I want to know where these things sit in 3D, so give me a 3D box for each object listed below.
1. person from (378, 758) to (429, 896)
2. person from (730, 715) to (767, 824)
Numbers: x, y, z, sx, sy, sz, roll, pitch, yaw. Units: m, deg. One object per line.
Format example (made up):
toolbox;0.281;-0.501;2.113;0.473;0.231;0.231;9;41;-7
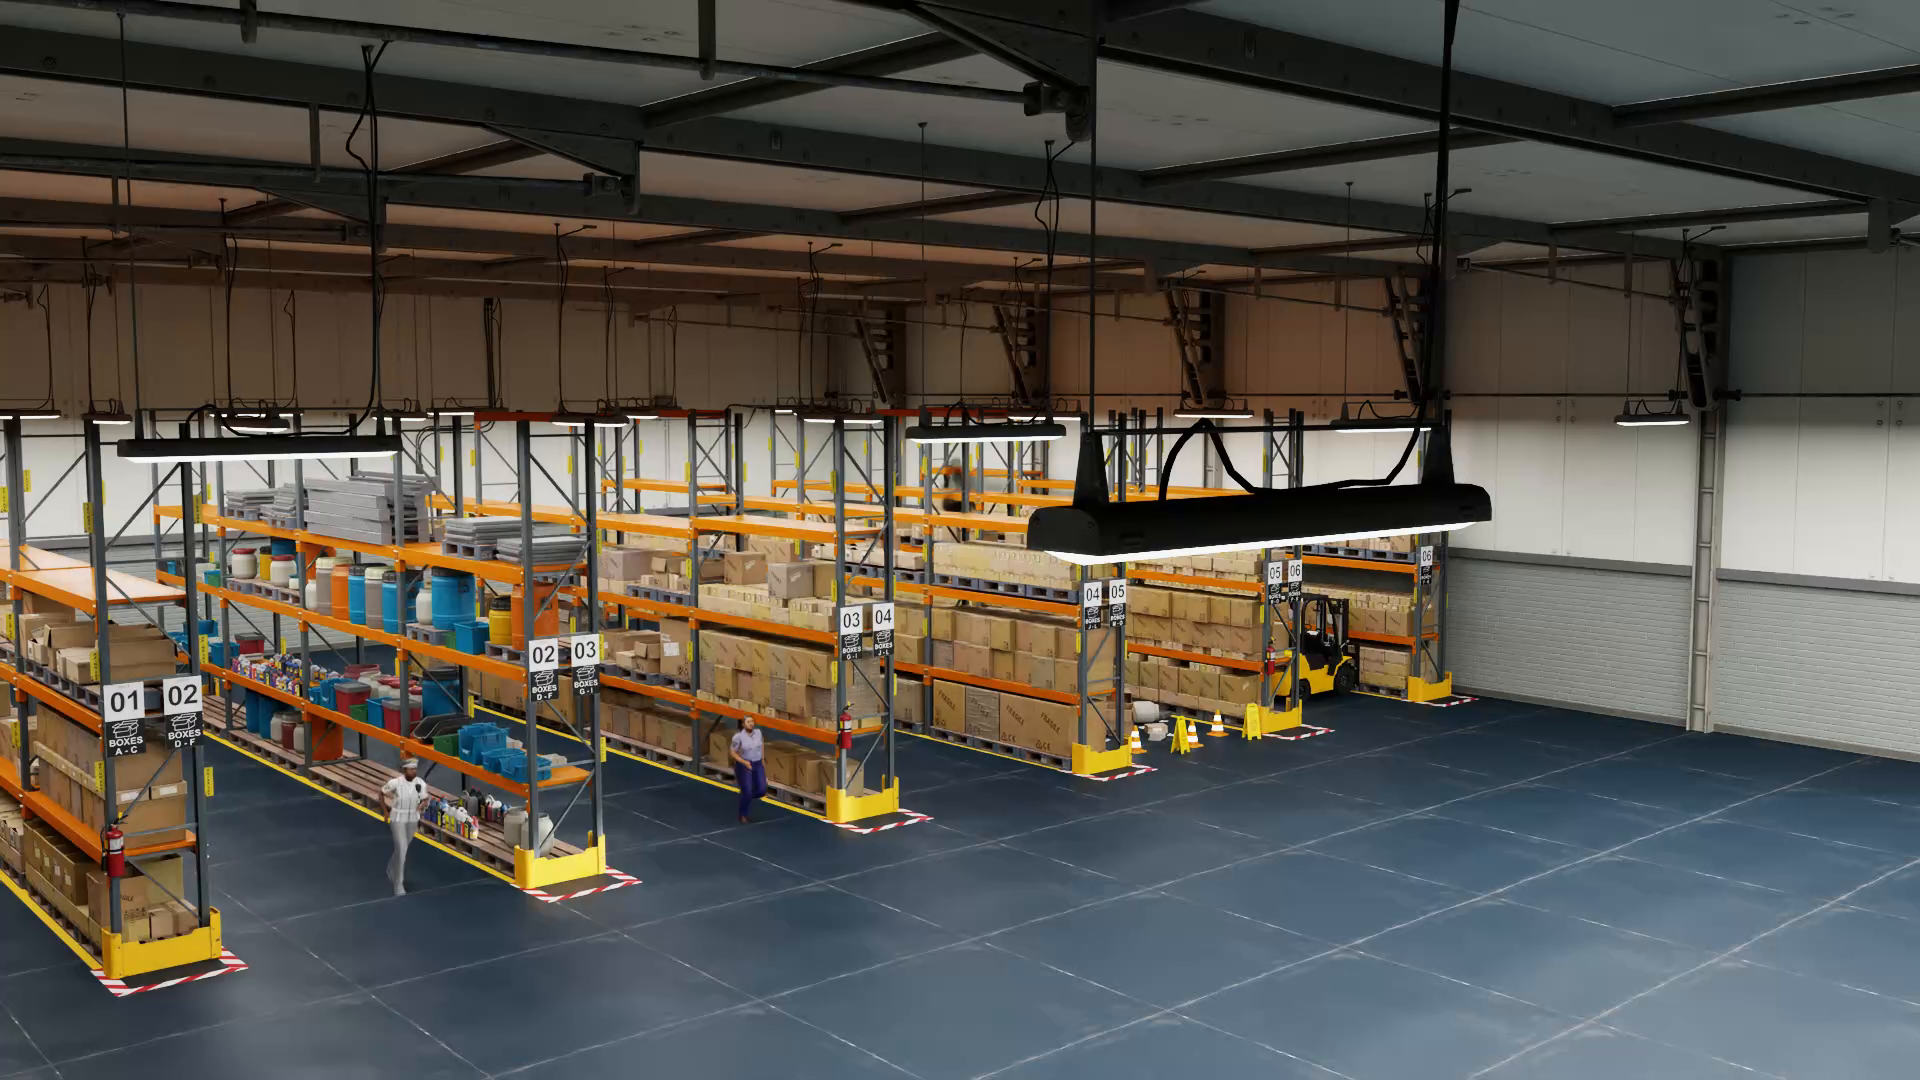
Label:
person;-7.132;3.637;21.385;0.574;1.731;0.796;-4;7;-41
person;-3.101;3.385;24.591;0.603;1.623;0.570;-4;6;-35
